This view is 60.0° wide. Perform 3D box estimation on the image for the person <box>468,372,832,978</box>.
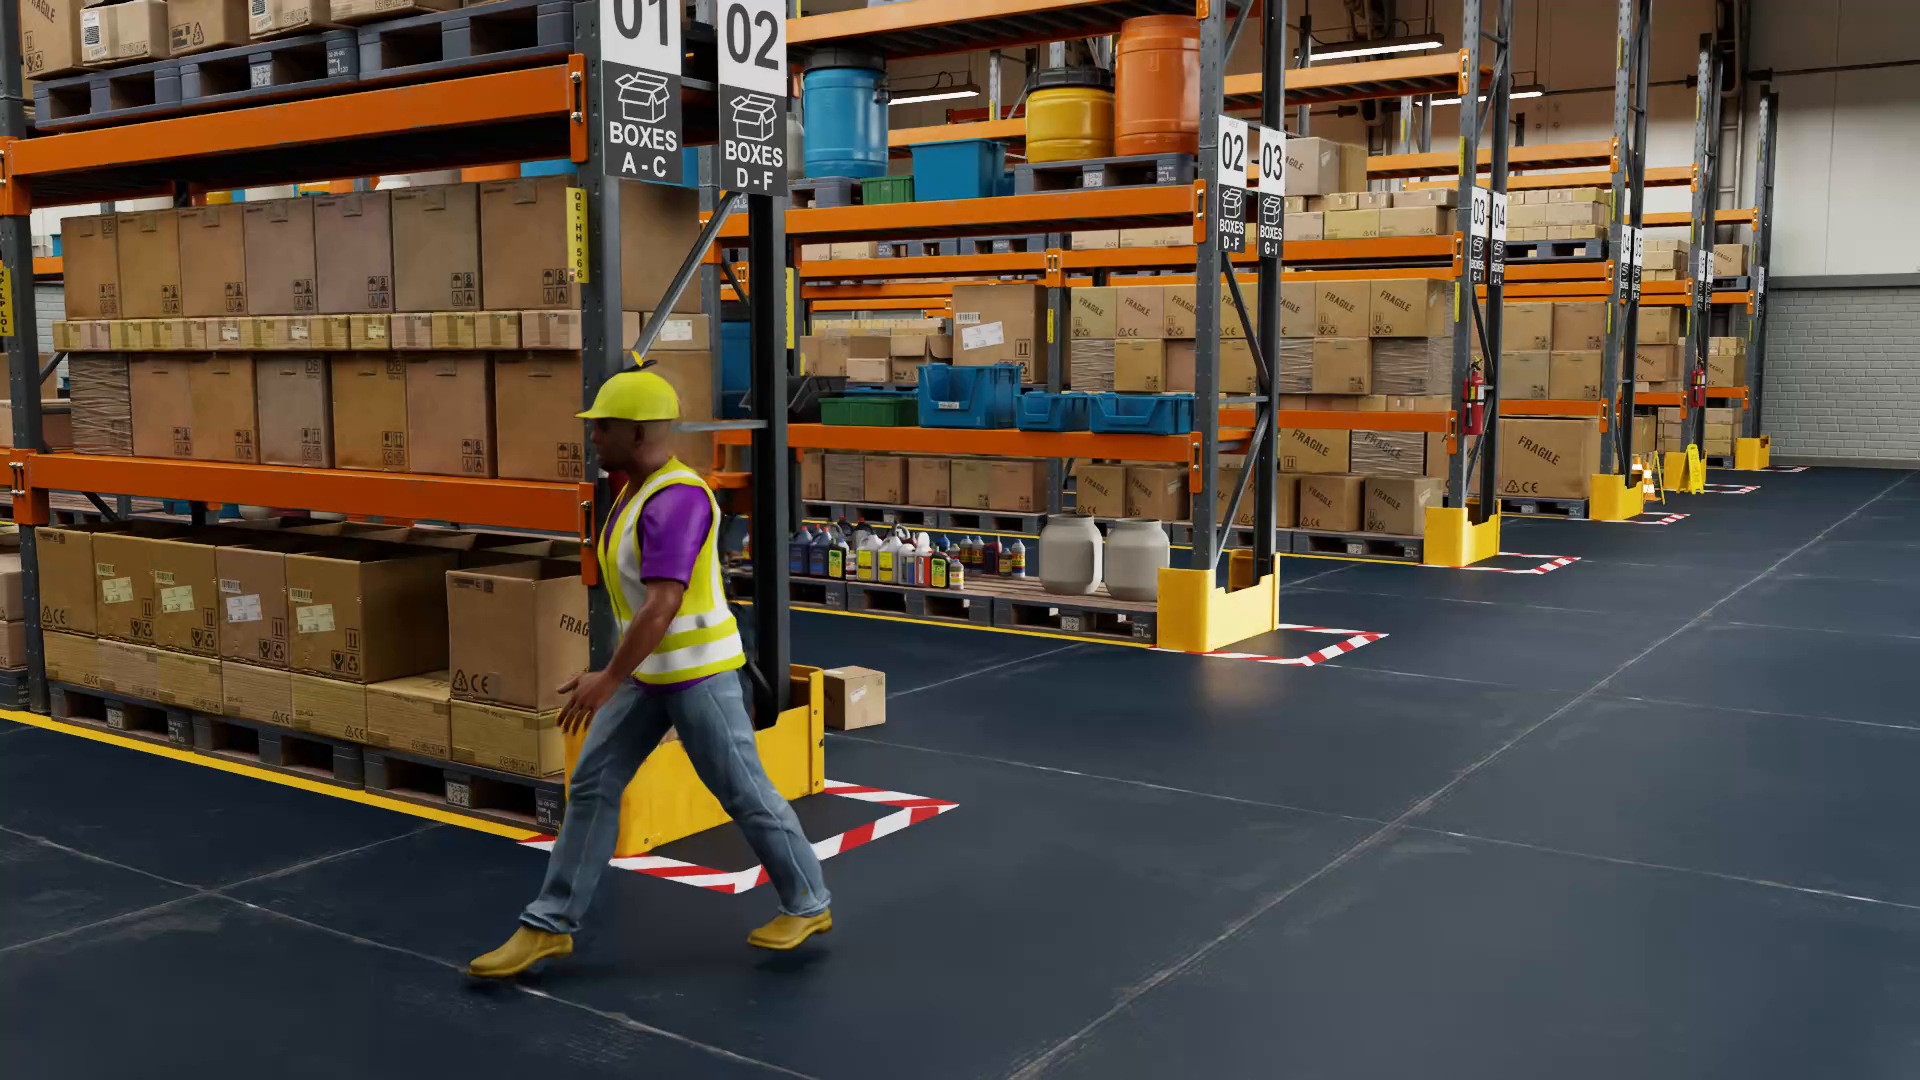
[{"bbox_3d":[-0.895,0.369,4.795,1.052,1.699,0.640,-3,7,-29],"label":"person"}]
